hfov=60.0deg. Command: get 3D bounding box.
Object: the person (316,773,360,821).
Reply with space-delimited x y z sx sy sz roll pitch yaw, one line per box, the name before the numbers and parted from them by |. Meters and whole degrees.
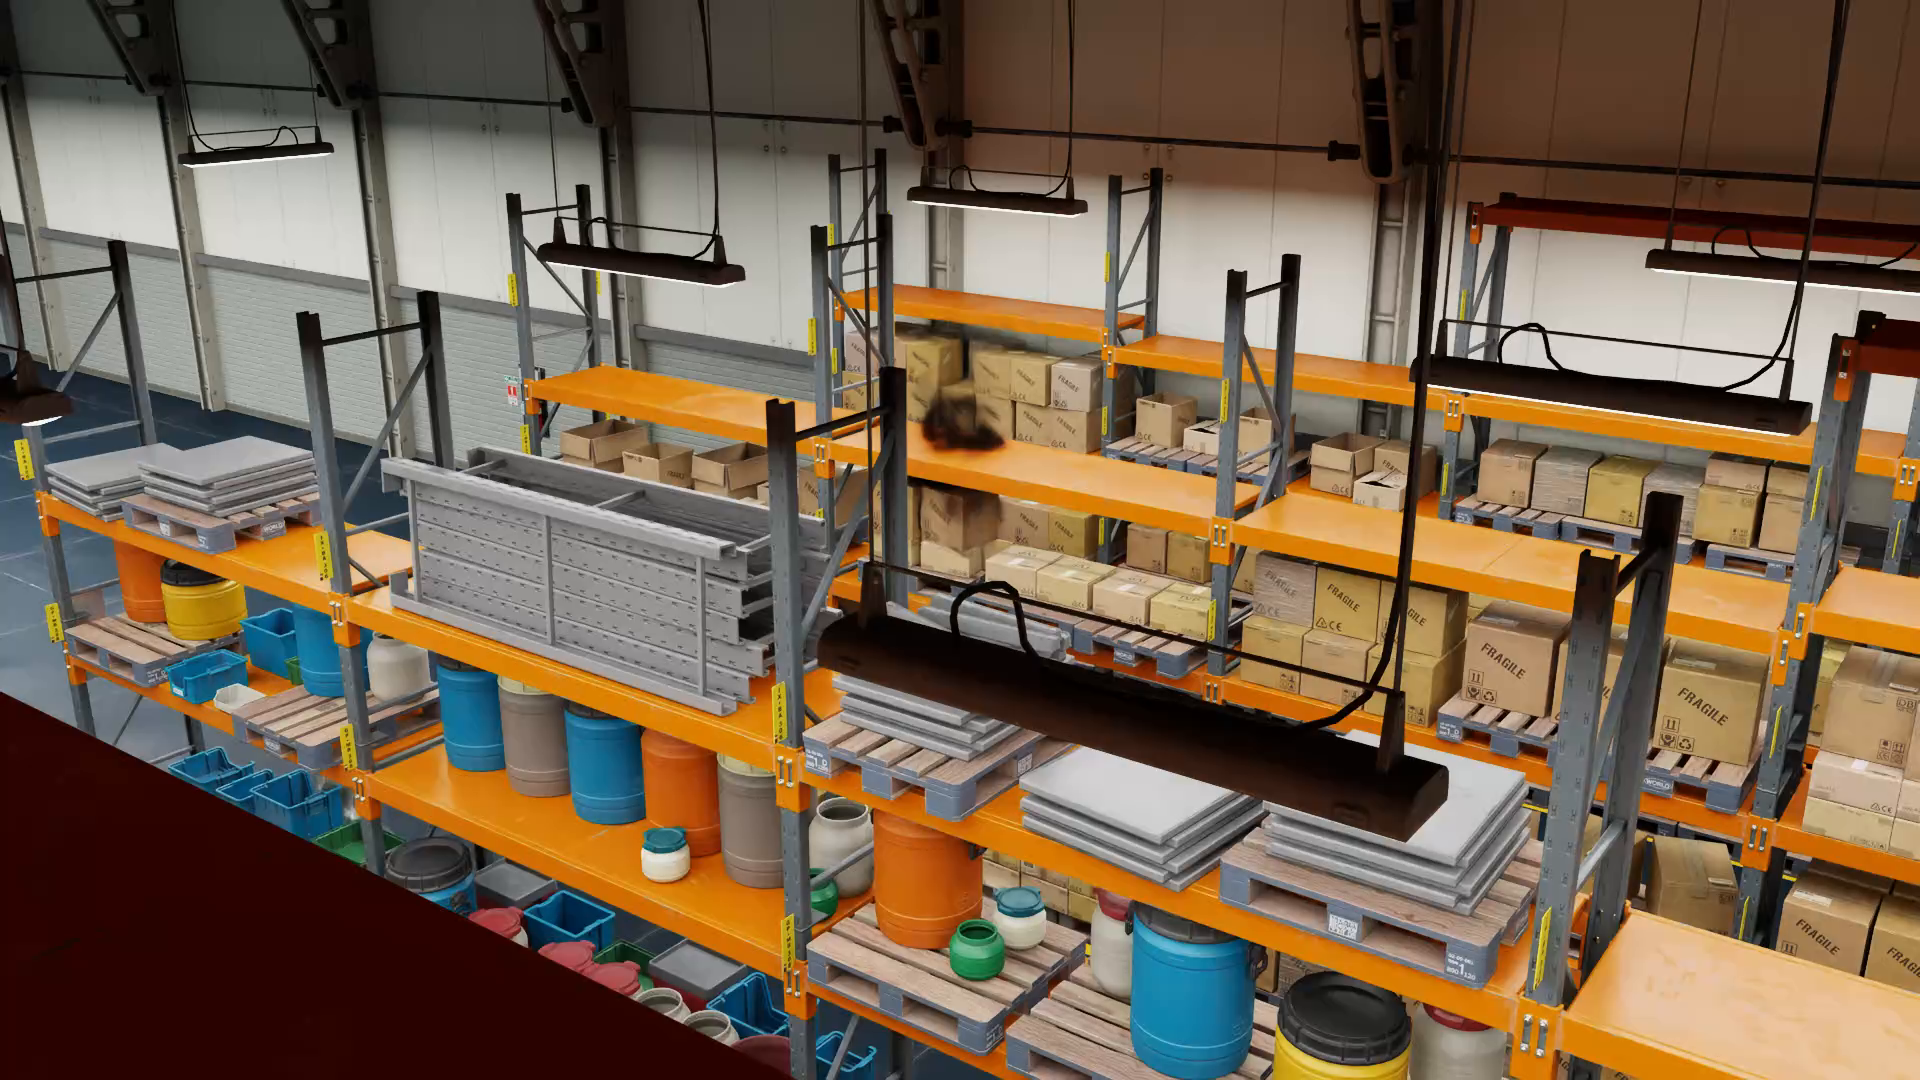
person | -5.858 2.250 15.805 0.797 1.696 0.600 11 22 30
